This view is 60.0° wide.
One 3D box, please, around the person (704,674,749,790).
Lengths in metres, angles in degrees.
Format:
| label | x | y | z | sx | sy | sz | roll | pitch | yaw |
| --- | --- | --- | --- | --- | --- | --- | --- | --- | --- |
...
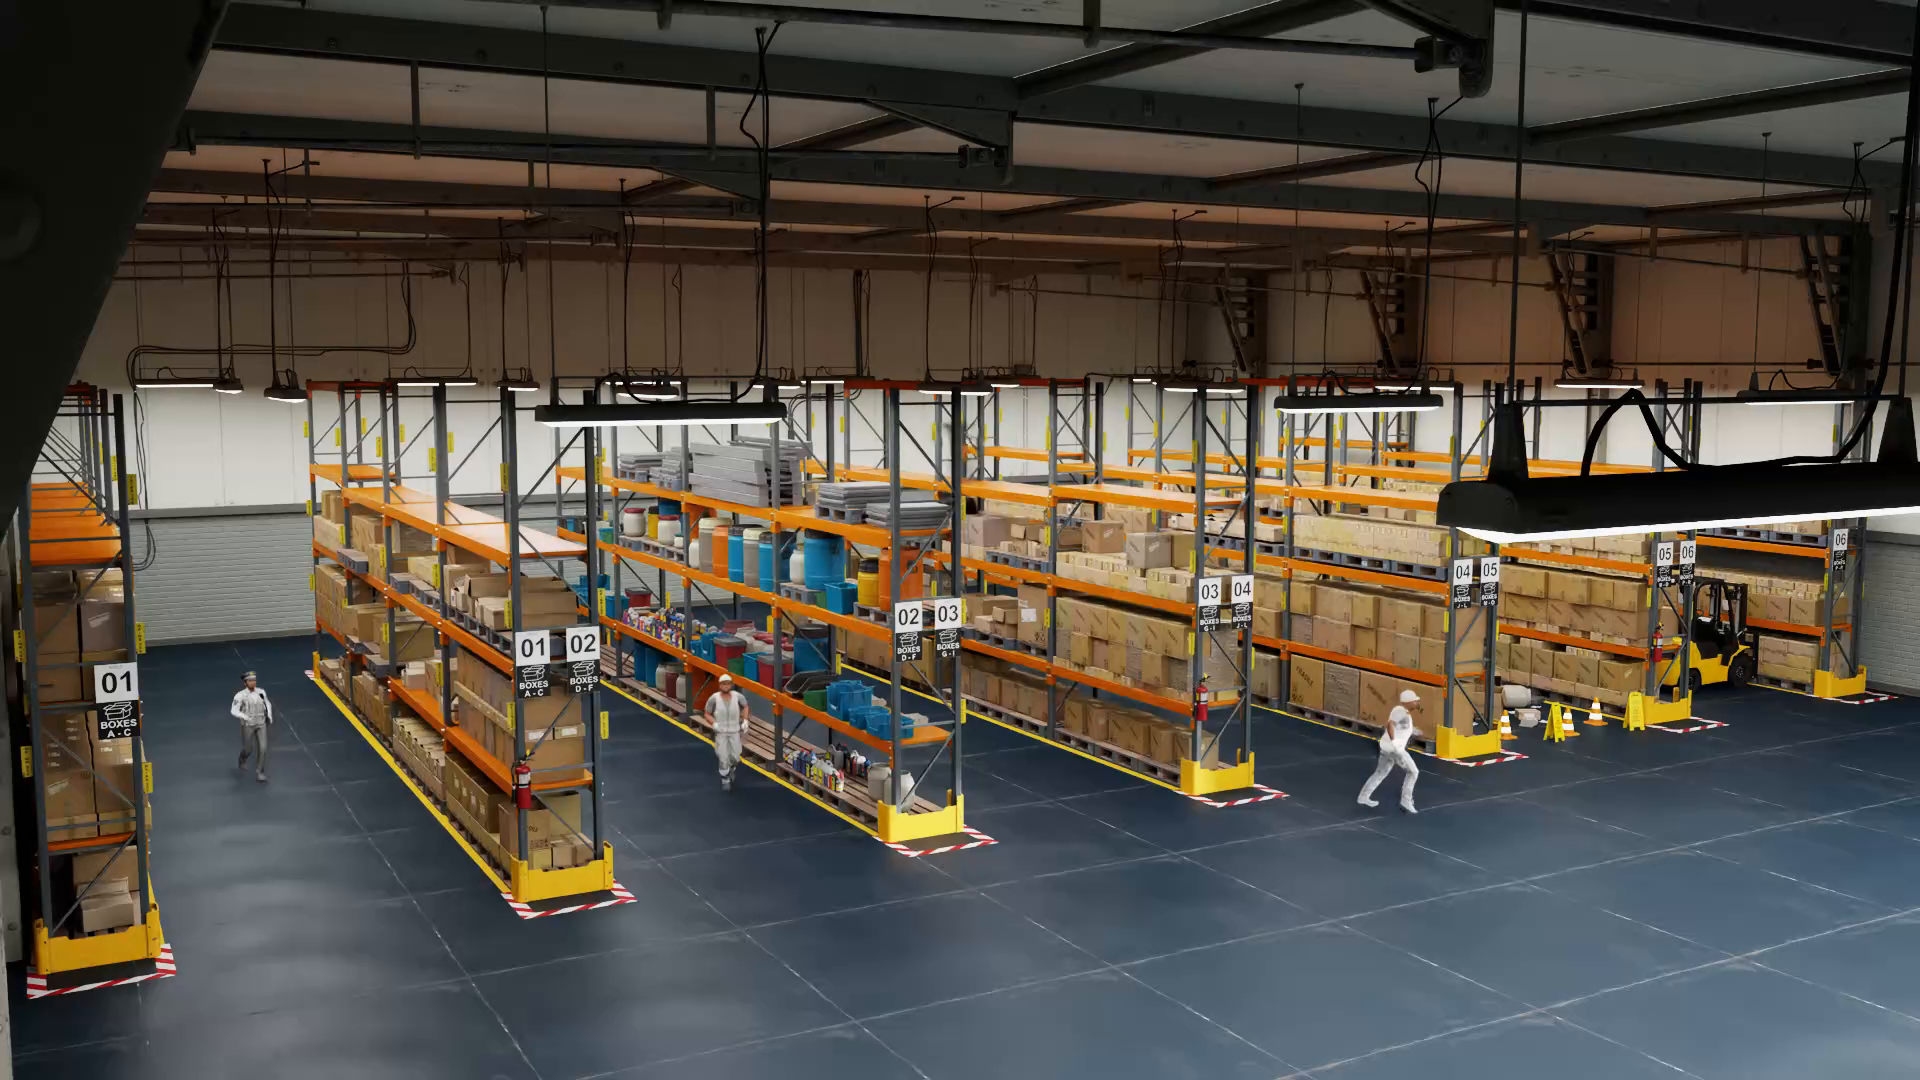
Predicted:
| label | x | y | z | sx | sy | sz | roll | pitch | yaw |
| --- | --- | --- | --- | --- | --- | --- | --- | --- | --- |
| person | -3.442 | 2.846 | 24.653 | 0.686 | 1.740 | 0.622 | -2 | 6 | -16 |

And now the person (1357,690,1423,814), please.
| label | x | y | z | sx | sy | sz | roll | pitch | yaw |
| --- | --- | --- | --- | --- | --- | --- | --- | --- | --- |
| person | 6.094 | 2.992 | 23.455 | 0.917 | 1.775 | 0.697 | 0 | 6 | 4 |

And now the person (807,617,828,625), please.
| label | x | y | z | sx | sy | sz | roll | pitch | yaw |
| --- | --- | --- | --- | --- | --- | --- | --- | --- | --- |
| person | -2.716 | 1.824 | 32.788 | 0.569 | 1.634 | 0.531 | -2 | 7 | -21 |

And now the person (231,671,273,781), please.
| label | x | y | z | sx | sy | sz | roll | pitch | yaw |
| --- | --- | --- | --- | --- | --- | --- | --- | --- | --- |
| person | -10.783 | 2.810 | 25.370 | 0.625 | 1.654 | 0.723 | -5 | 8 | -41 |
